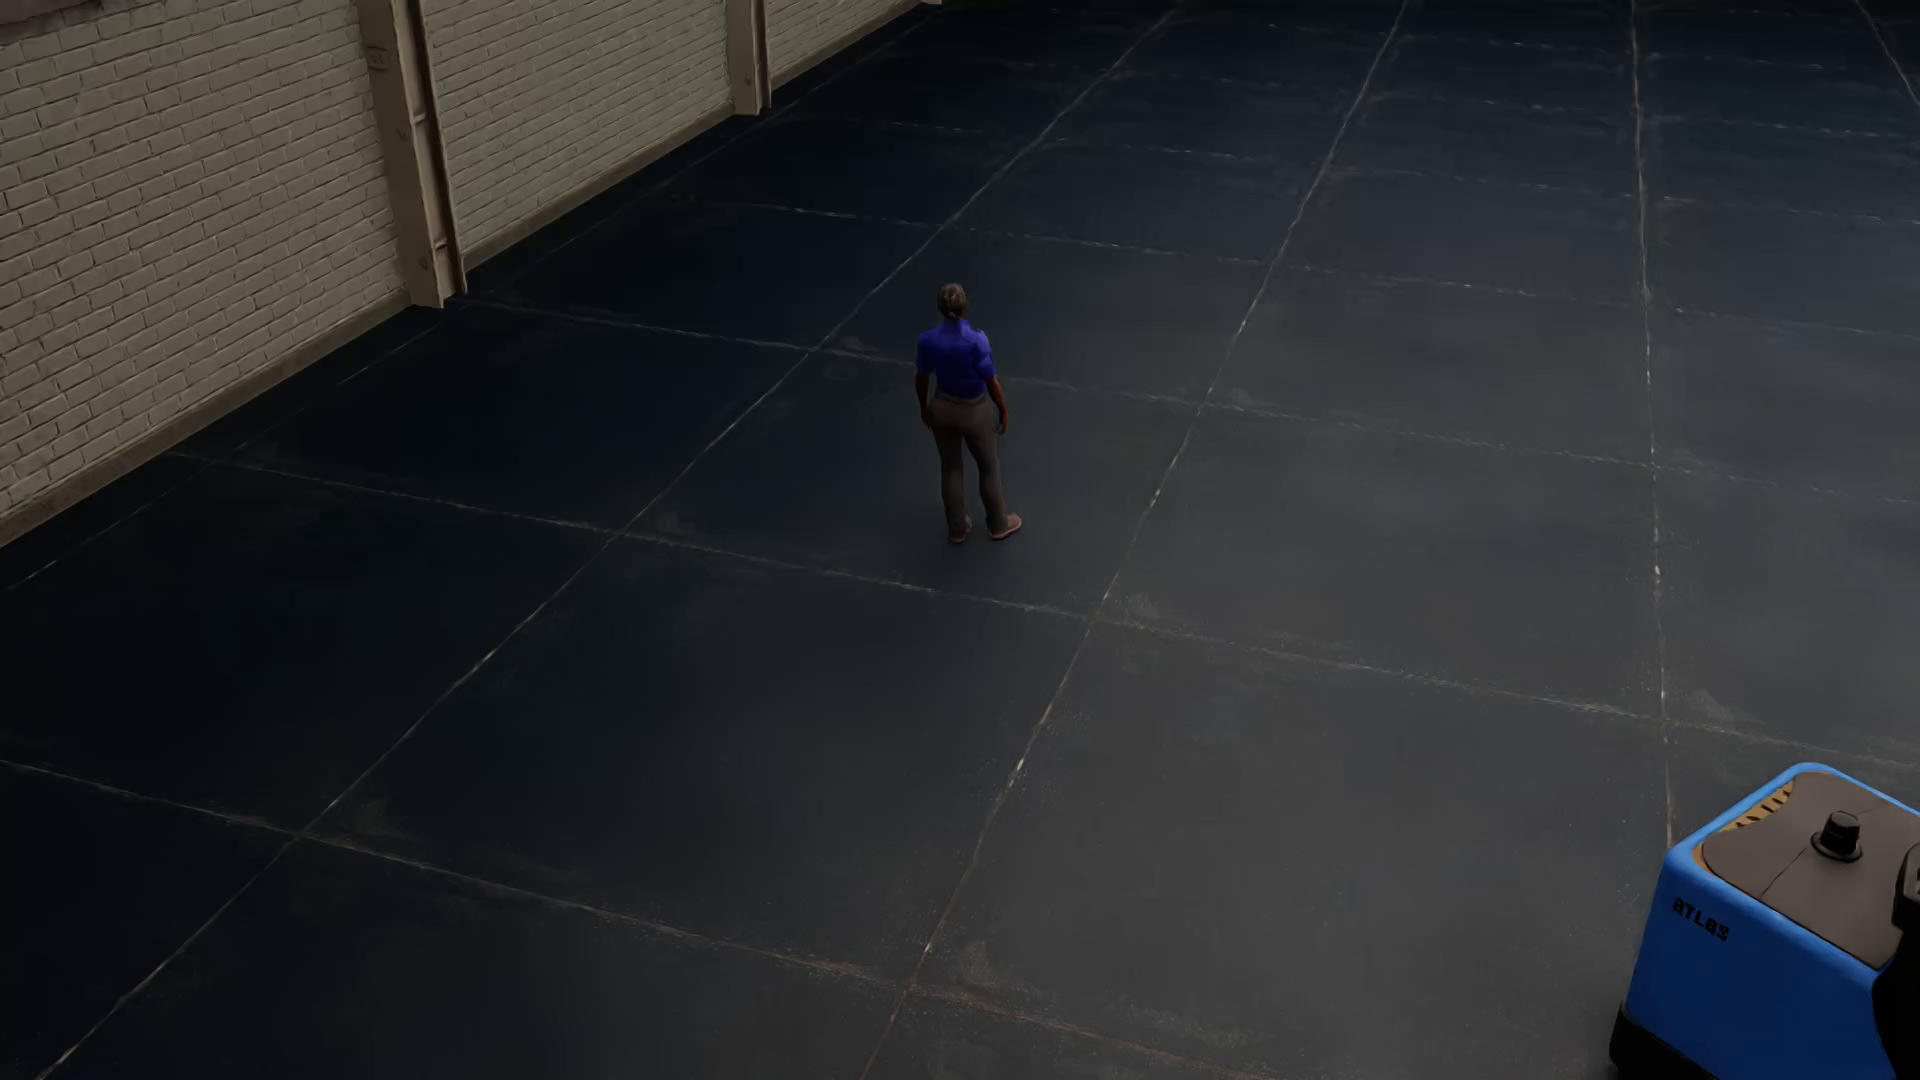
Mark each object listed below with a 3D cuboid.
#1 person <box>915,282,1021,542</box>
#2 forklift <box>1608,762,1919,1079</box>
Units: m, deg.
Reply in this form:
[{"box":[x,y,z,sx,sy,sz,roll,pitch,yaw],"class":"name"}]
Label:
[{"box":[0.047,-0.763,9.749,0.570,1.654,0.503,10,31,16],"class":"person"},{"box":[3.801,1.224,4.989,1.130,2.935,3.031,-20,35,-31],"class":"forklift"}]
